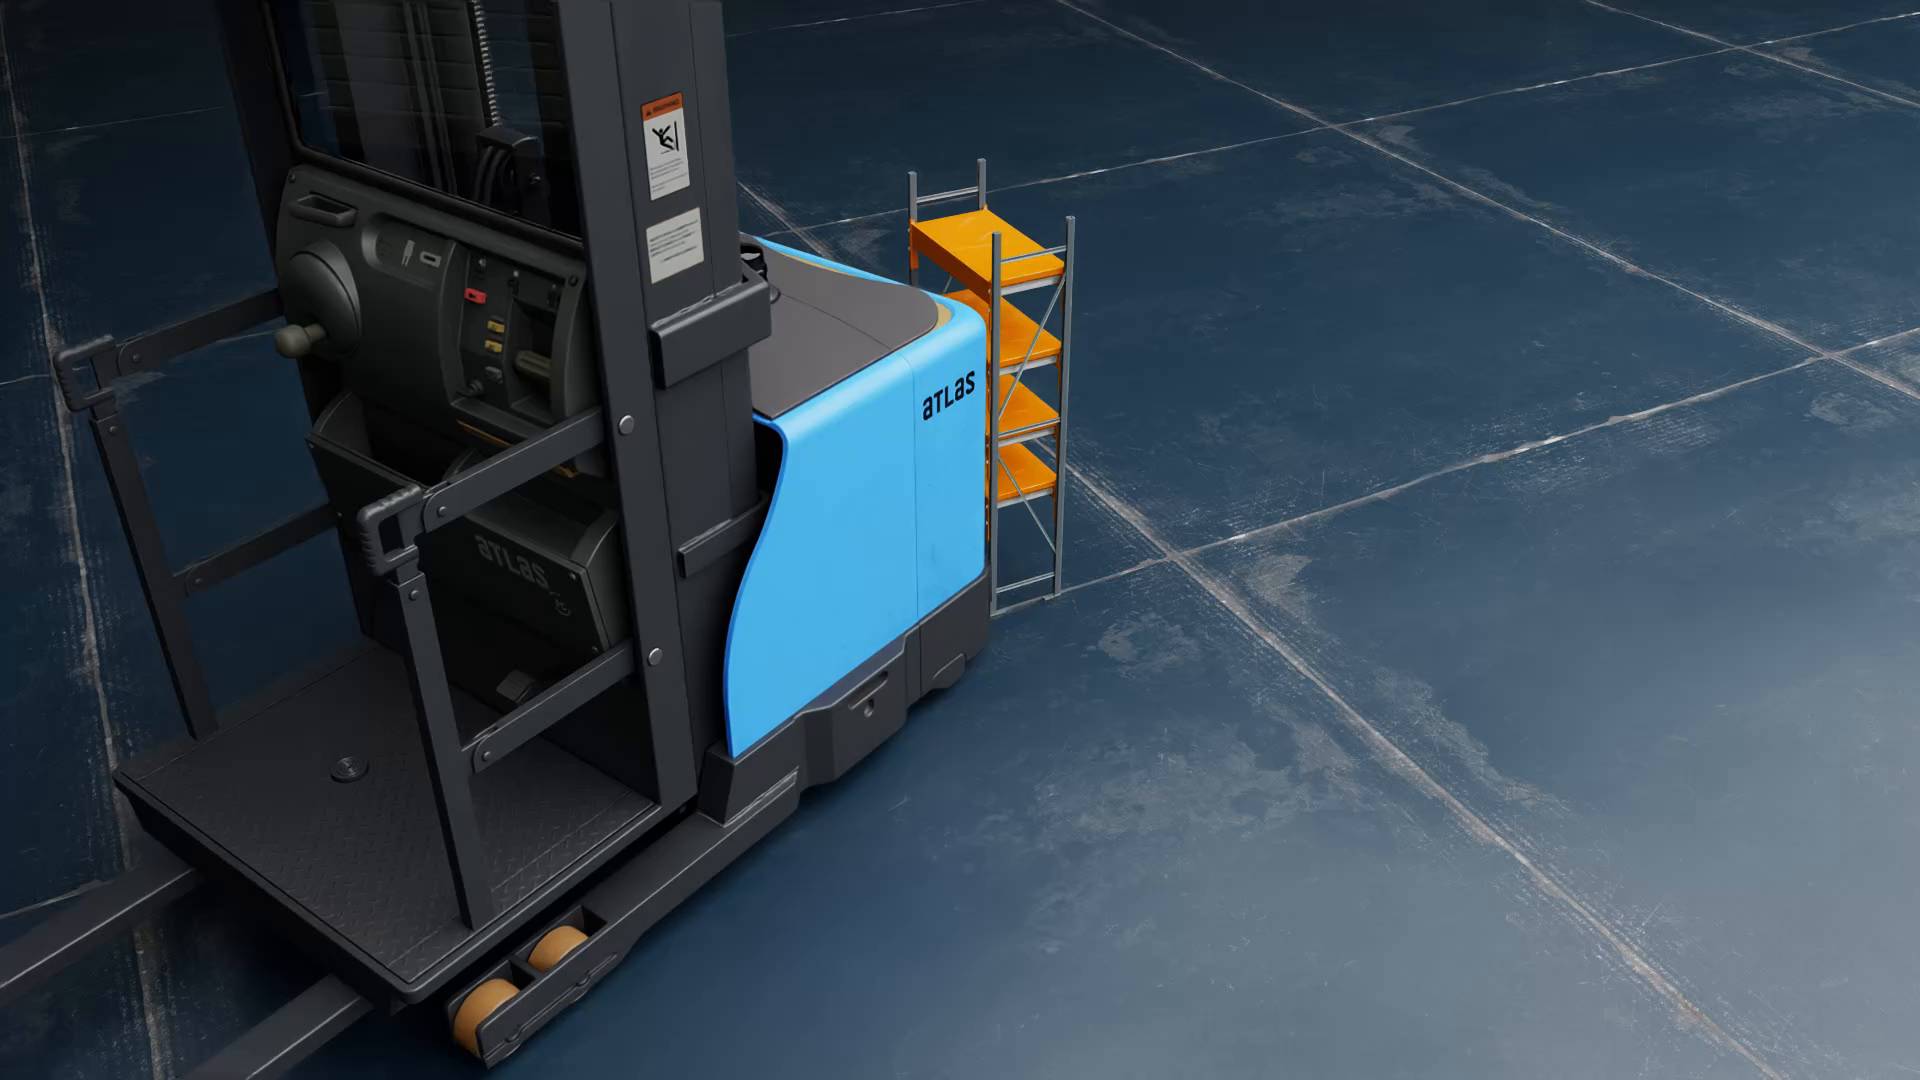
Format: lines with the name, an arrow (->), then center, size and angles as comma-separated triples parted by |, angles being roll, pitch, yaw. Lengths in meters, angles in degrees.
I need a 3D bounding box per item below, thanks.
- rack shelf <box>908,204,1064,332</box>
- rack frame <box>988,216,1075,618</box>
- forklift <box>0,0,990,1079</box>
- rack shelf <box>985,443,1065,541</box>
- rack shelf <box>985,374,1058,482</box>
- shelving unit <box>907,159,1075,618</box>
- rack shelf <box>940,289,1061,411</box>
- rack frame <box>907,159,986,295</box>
rack shelf -> 0.077, -0.757, 4.591 | 0.258, 0.148, 0.480 | -16, 36, -23
rack frame -> 0.191, -0.310, 4.621 | 0.240, 1.200, 0.015 | -16, 36, -23
forklift -> -1.210, -0.434, 3.210 | 1.130, 2.935, 3.031 | 22, 39, 31
rack shelf -> 0.077, -0.202, 4.946 | 0.258, 0.148, 0.480 | -16, 36, -23
rack shelf -> 0.077, -0.370, 4.839 | 0.258, 0.148, 0.480 | -16, 36, -23
shelving unit -> 0.077, -0.426, 4.803 | 0.258, 1.200, 0.503 | -16, 36, -23
rack shelf -> 0.077, -0.558, 4.719 | 0.258, 0.148, 0.480 | -16, 36, -23
rack frame -> -0.037, -0.543, 4.985 | 0.240, 1.200, 0.015 | -16, 36, -23
